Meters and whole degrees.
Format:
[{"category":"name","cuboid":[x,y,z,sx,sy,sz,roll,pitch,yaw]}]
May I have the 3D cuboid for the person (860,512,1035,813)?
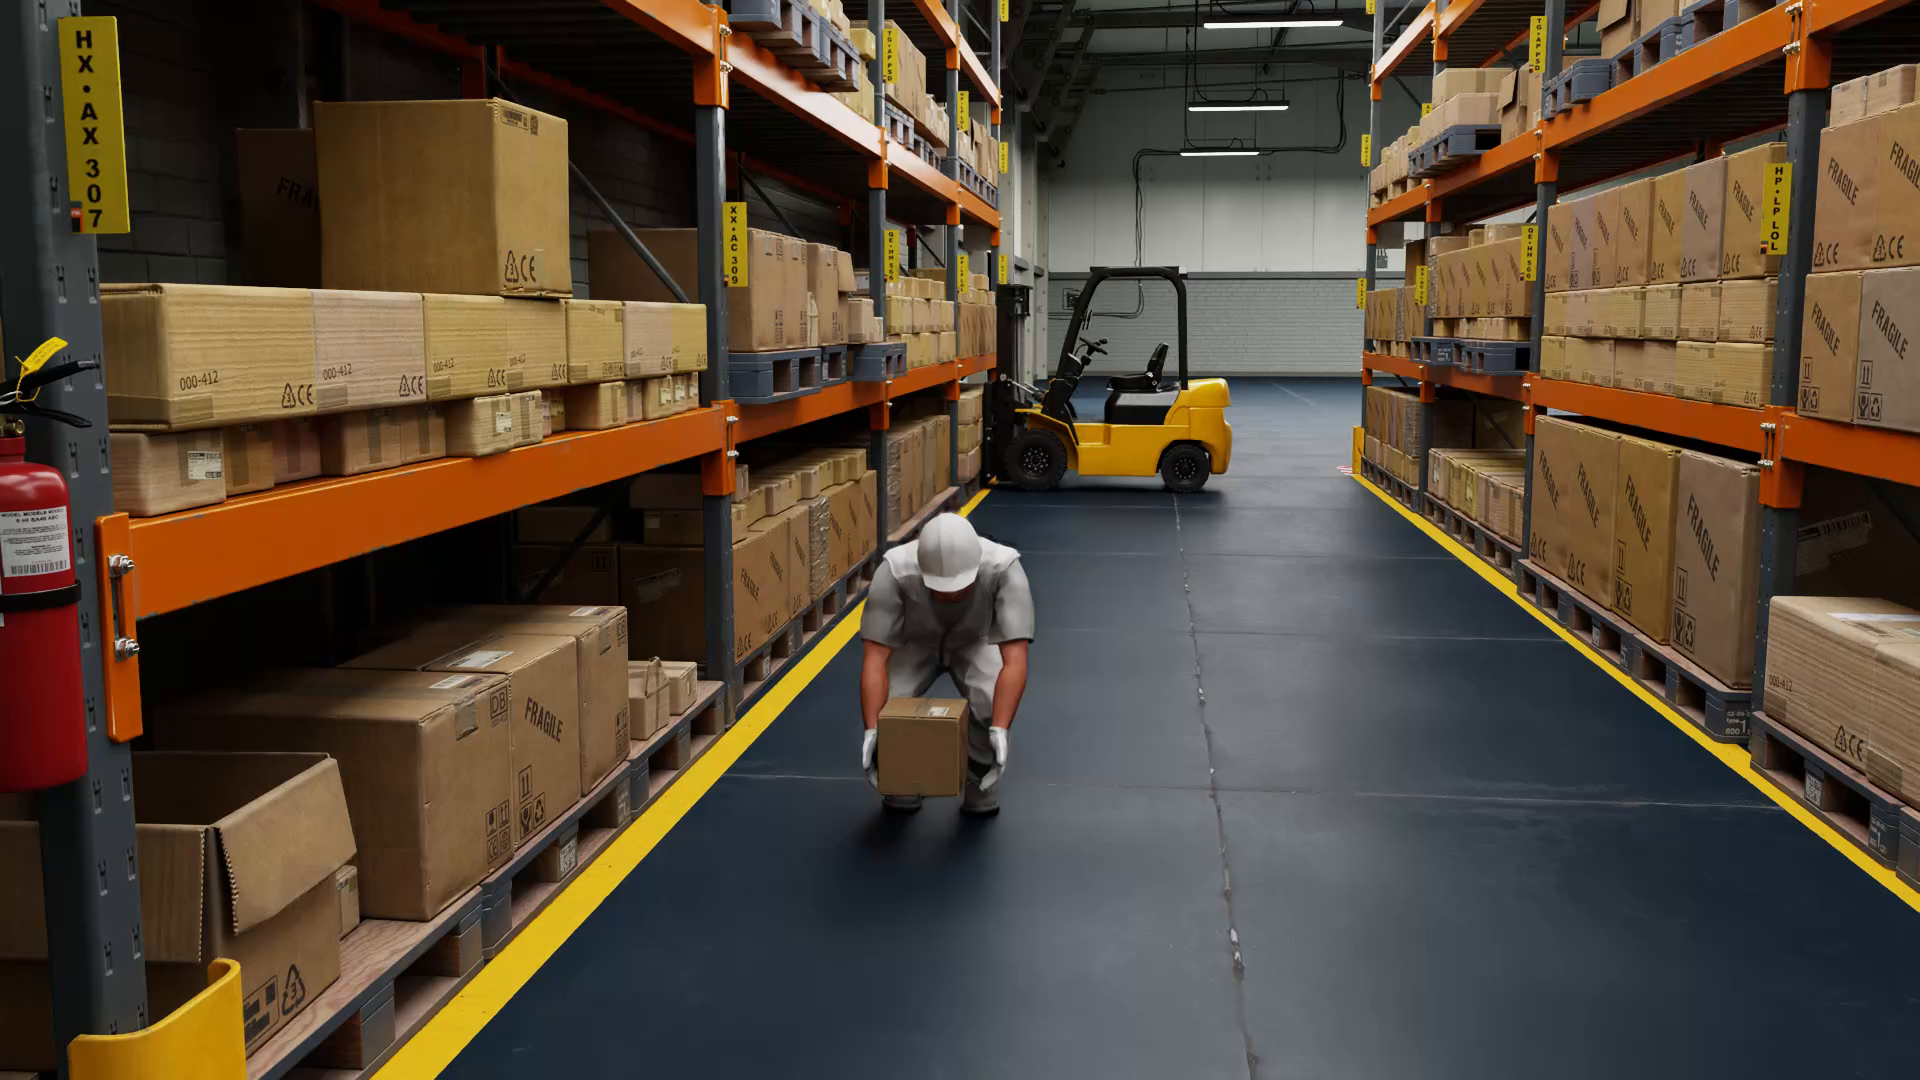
[{"category":"person","cuboid":[-0.034,0.398,5.499,0.575,1.056,0.867,1,8,6]}]
